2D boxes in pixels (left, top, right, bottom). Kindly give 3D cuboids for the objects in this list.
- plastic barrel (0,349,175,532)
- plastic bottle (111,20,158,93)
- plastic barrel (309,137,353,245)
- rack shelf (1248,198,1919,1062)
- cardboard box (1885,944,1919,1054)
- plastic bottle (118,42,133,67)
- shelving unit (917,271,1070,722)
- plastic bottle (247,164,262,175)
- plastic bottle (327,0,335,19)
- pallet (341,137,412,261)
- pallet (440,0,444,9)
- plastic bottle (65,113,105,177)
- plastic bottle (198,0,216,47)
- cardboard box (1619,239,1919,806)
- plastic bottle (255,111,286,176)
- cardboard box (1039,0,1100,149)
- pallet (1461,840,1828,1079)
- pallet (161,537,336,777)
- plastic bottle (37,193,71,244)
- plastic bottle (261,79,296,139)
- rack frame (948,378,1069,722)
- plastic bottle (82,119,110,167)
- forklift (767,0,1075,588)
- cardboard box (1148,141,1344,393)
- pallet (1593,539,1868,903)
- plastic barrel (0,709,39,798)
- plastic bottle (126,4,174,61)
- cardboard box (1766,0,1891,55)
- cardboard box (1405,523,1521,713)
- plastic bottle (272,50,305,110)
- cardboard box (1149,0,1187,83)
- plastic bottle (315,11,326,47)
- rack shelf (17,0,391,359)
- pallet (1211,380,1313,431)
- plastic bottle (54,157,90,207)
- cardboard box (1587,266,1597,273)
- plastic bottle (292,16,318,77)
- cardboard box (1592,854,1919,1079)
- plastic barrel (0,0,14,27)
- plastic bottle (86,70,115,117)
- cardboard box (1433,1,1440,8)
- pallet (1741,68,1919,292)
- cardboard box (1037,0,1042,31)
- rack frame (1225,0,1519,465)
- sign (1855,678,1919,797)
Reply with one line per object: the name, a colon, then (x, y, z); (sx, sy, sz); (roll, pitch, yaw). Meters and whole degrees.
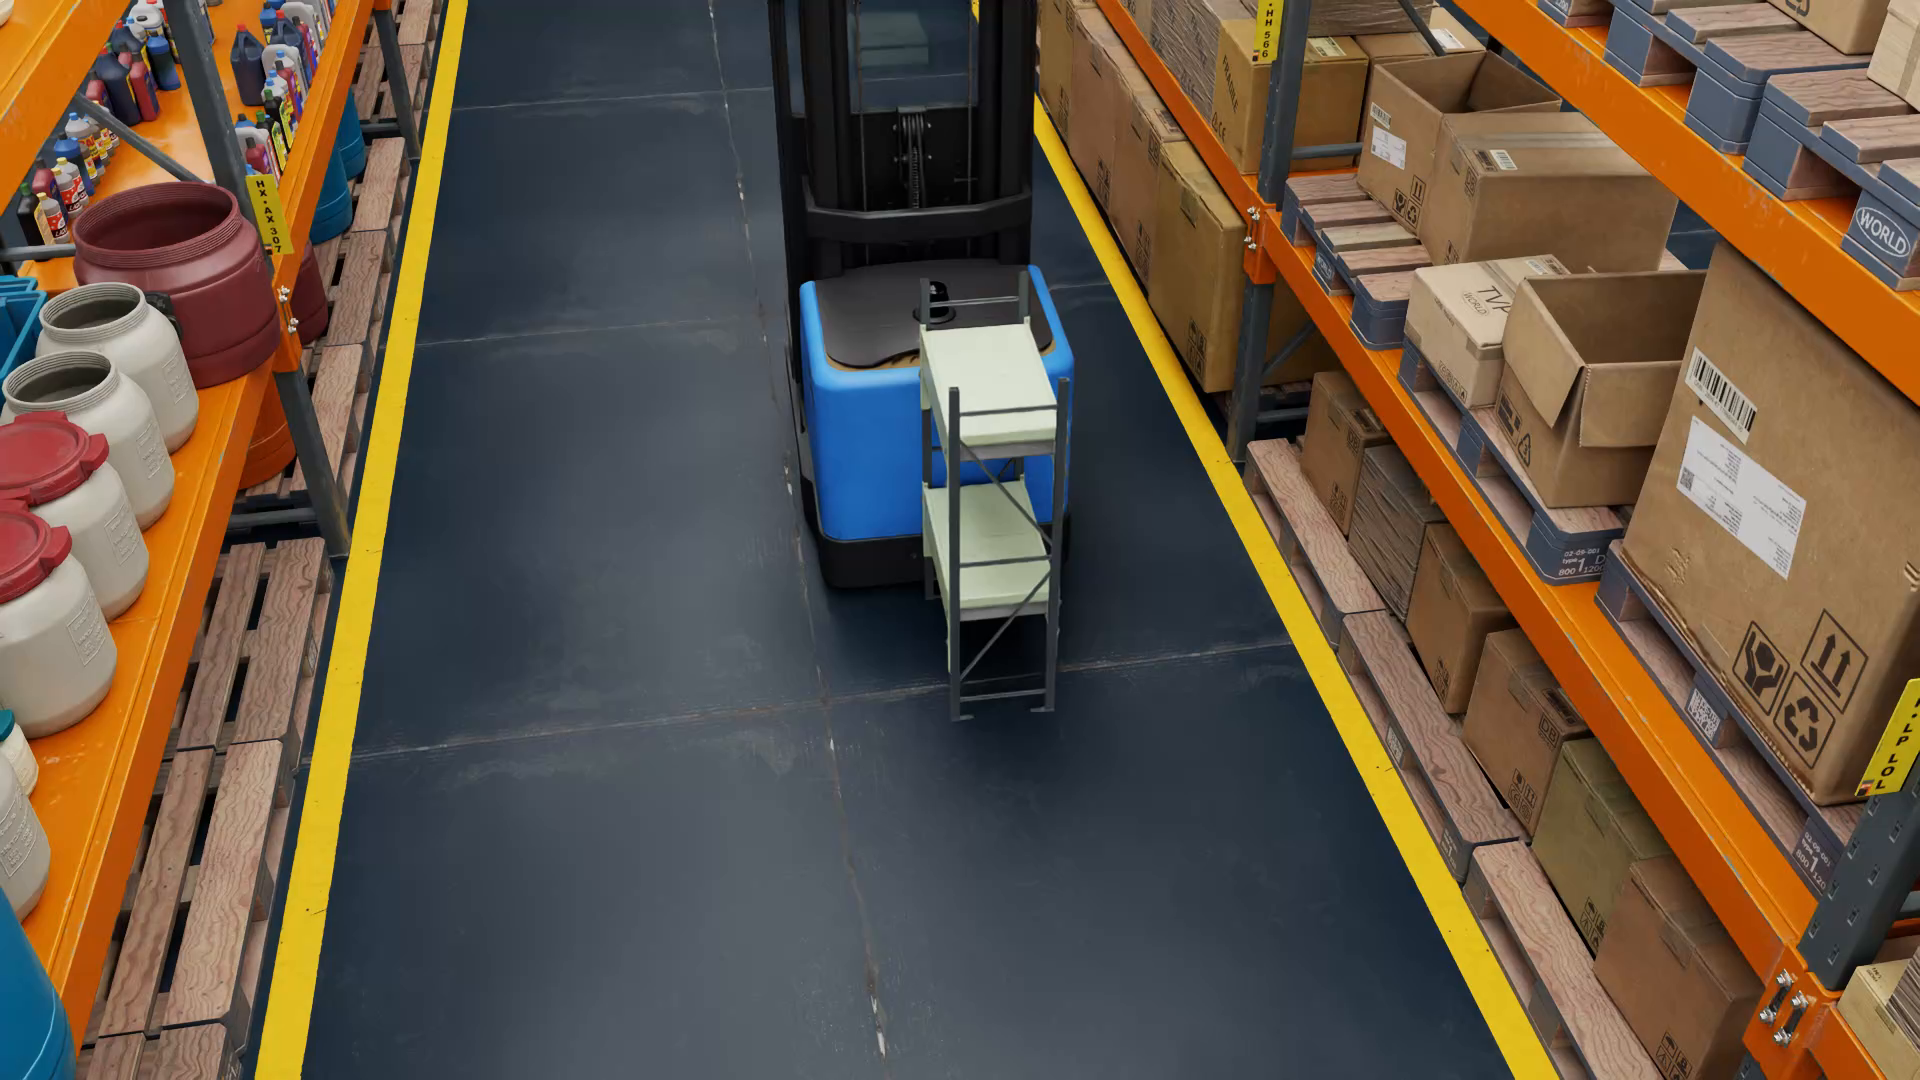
plastic barrel: (-2.666, -0.282, 5.077); (0.421, 0.512, 0.421); (0, 38, 0)
plastic bottle: (-3.864, -2.253, 7.745); (0.144, 0.351, 0.185); (-6, 38, -8)
plastic barrel: (-3.629, -2.086, 8.858); (0.600, 0.901, 0.708); (-6, 38, -8)
rack shelf: (2.097, -0.131, 5.560); (1.077, 0.370, 4.000); (-6, 38, -8)
cardboard box: (2.465, 0.914, 3.304); (0.875, 0.500, 0.500); (-6, 38, -8)
plastic bottle: (-3.817, -2.132, 7.645); (0.061, 0.283, 0.133); (-6, 38, -8)
shelving unit: (0.107, -0.142, 6.211); (0.431, 1.500, 0.755); (-5, 38, -7)
plastic bottle: (-2.898, -1.440, 6.821); (0.097, 0.201, 0.097); (0, 38, 0)
plastic bottle: (-3.316, -2.855, 8.521); (0.144, 0.351, 0.185); (-6, 38, -8)
pallet: (-3.737, -1.935, 9.568); (1.003, 0.211, 1.213); (-6, 38, -8)
pallet: (-4.426, -4.319, 12.637); (1.003, 0.211, 1.213); (-6, 38, -8)
plastic bottle: (-3.732, -1.684, 7.078); (0.097, 0.271, 0.097); (0, 38, 0)
plastic bottle: (-3.813, -2.594, 8.245); (0.152, 0.276, 0.135); (-6, 38, -8)
cardboard box: (2.446, -0.105, 4.109); (1.000, 1.000, 1.000); (-6, 38, -8)
plastic bottle: (-2.947, -1.706, 7.096); (0.061, 0.283, 0.133); (-6, 38, -8)
cardboard box: (1.177, -2.982, 10.033); (1.225, 0.875, 0.875); (-6, 38, -8)
pallet: (2.309, 1.424, 5.245); (1.003, 0.211, 1.213); (-6, 38, -8)
pallet: (-3.032, 0.483, 6.457); (1.003, 0.211, 1.213); (-6, 38, -8)
plastic bottle: (-3.623, -1.282, 6.617); (0.097, 0.201, 0.097); (0, 38, 0)
plastic bottle: (-3.026, -1.908, 7.366); (0.097, 0.271, 0.097); (0, 38, 0)
rack frame: (0.162, 0.080, 5.925); (0.400, 1.500, 0.023); (-5, 38, -7)
plastic bottle: (-3.749, -1.716, 7.175); (0.097, 0.201, 0.097); (0, 38, 0)
forklift: (-0.267, -1.859, 7.254); (1.130, 2.935, 3.031); (-5, 38, -7)
cardboard box: (1.646, -1.369, 7.957); (1.225, 0.875, 0.875); (-8, 39, -10)
pallet: (2.457, 0.391, 4.458); (1.003, 0.211, 1.213); (-6, 38, -8)
plastic barrel: (-2.510, 0.564, 4.192); (0.301, 0.262, 0.301); (0, 38, 0)
plastic bottle: (-3.922, -2.438, 8.044); (0.152, 0.276, 0.135); (-6, 38, -8)
cardboard box: (2.296, -1.462, 3.815); (0.797, 0.503, 0.637); (-5, 38, -6)
cardboard box: (2.099, 0.268, 6.139); (0.700, 0.500, 0.500); (-3, 38, -4)
plastic bottle: (-3.084, -2.106, 7.621); (0.097, 0.271, 0.097); (0, 38, 0)
cardboard box: (1.240, -2.549, 8.005); (0.500, 0.500, 0.500); (-7, 38, -9)
plastic bottle: (-3.221, -2.551, 8.251); (0.097, 0.201, 0.097); (0, 38, 0)
rack shelf: (-3.481, -2.015, 7.984); (1.077, 0.370, 4.000); (-6, 38, -8)
pallet: (1.682, -1.006, 8.373); (1.003, 0.211, 1.213); (-6, 38, -8)
plastic bottle: (-3.681, -1.480, 6.873); (0.097, 0.201, 0.097); (0, 38, 0)
cardboard box: (2.304, -0.758, 5.548); (0.396, 0.266, 0.258); (-7, 38, -9)
plastic bottle: (-3.142, -2.376, 7.958); (0.061, 0.283, 0.133); (-6, 38, -8)
cardboard box: (2.361, 1.233, 4.897); (0.700, 0.500, 0.500); (-9, 39, -11)
plastic barrel: (-2.677, -1.478, 4.375); (0.301, 0.262, 0.301); (0, 38, 0)
plastic bottle: (-3.821, -1.933, 7.389); (0.061, 0.283, 0.133); (-6, 38, -8)
cardboard box: (1.836, -2.297, 7.680); (0.500, 0.500, 0.500); (-7, 38, -9)
pallet: (2.444, -0.702, 3.417); (1.213, 0.211, 1.003); (-6, 38, -8)
cardboard box: (1.008, -3.773, 11.052); (0.875, 0.875, 0.875); (-6, 38, -8)
rack frame: (1.746, -1.623, 6.895); (1.000, 3.000, 0.127); (-6, 38, -8)
sign: (1.902, 0.397, 3.350); (0.100, 0.325, 0.005); (-6, 38, -8)
